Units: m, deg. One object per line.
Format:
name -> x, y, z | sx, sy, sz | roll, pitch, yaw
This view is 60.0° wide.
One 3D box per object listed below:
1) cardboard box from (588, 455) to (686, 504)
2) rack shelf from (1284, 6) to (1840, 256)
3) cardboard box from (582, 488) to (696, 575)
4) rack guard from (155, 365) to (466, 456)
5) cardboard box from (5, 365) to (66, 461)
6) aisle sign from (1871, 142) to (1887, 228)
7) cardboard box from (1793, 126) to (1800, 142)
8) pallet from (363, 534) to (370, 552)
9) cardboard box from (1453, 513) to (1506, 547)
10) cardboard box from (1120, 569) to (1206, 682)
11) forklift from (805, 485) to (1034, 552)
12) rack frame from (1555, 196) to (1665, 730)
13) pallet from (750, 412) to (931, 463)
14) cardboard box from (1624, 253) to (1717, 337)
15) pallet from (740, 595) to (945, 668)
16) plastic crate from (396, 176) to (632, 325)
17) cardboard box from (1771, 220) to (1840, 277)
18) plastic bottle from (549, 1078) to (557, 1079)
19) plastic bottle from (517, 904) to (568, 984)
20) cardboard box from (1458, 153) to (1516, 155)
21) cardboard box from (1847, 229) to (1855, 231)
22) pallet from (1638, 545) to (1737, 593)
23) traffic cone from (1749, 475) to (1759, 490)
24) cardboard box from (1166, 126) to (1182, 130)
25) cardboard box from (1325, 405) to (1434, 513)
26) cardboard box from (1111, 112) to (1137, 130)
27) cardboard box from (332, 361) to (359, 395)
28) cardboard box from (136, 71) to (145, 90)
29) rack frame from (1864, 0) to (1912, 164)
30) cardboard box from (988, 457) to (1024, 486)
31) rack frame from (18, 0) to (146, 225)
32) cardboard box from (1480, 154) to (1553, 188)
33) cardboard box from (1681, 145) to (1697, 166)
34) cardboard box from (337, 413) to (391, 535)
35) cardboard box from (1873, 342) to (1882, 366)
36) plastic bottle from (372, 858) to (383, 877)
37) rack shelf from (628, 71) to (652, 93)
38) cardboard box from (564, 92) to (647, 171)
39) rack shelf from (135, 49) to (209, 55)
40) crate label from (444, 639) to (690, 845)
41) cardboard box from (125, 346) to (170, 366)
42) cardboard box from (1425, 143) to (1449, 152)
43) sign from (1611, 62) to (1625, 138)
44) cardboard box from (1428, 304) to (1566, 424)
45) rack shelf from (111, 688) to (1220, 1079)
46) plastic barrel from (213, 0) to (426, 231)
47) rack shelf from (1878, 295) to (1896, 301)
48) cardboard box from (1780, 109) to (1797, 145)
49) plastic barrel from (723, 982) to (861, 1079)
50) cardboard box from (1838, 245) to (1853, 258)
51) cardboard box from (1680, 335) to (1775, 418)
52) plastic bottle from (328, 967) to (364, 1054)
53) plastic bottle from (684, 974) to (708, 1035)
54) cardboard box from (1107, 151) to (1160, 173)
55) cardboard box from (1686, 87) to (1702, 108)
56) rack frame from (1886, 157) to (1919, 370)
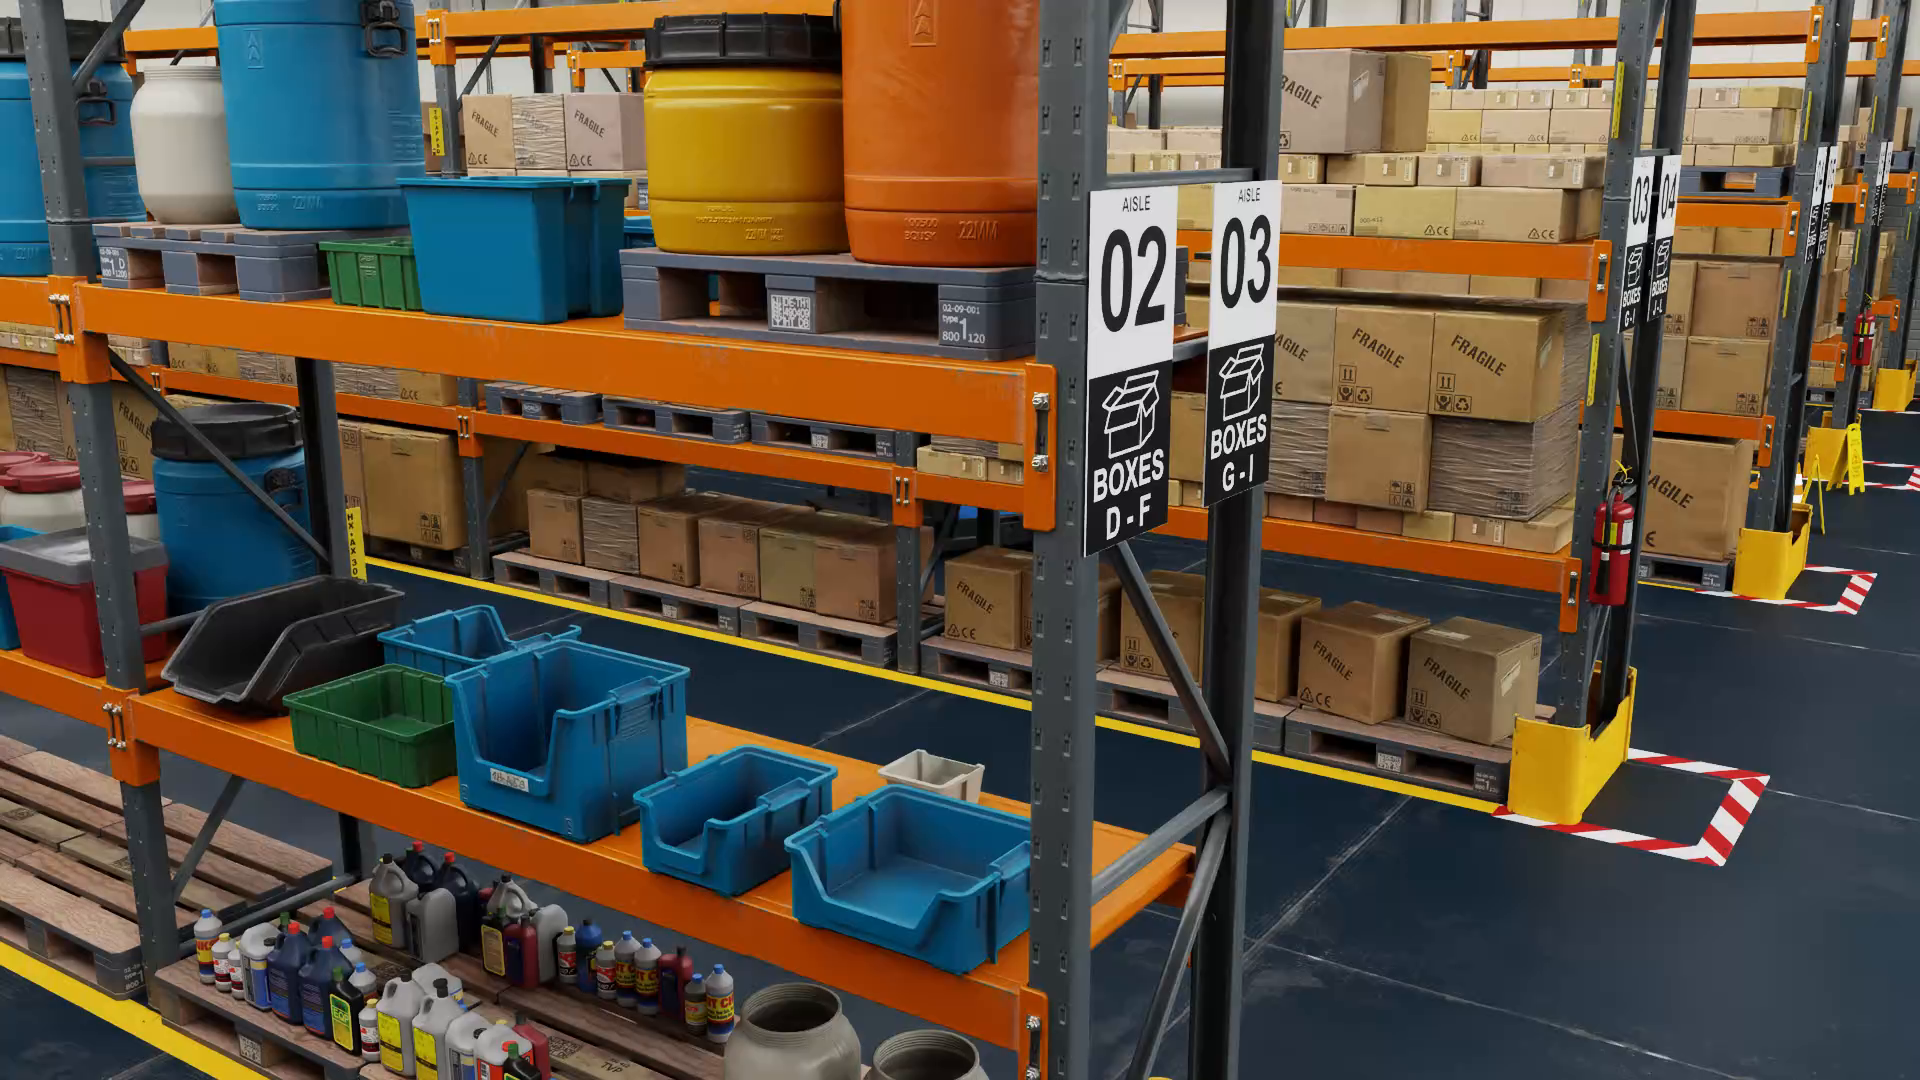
cardboard box -> -2.365, -0.463, 12.175 | 0.500, 0.250, 0.500 | 12, 18, 39
rack shelf -> 4.447, -3.160, 12.895 | 4.000, 1.670, 1.077 | 9, 17, 33
cardboard box -> -2.349, -0.094, 12.246 | 0.500, 0.500, 0.700 | 8, 16, 28
rack guard -> -2.581, -2.470, 21.041 | 8.102, 1.325, 15.999 | 9, 17, 33
cardboard box -> -8.691, -1.305, 16.399 | 0.875, 0.875, 0.875 | 9, 17, 33
aisle sign -> 8.675, -3.350, 15.704 | 0.004, 0.787, 0.394 | 9, 17, 33
cardboard box -> 8.147, -3.904, 15.974 | 0.250, 0.149, 0.380 | 10, 17, 34
pallet -> -5.004, -0.182, 14.120 | 1.213, 0.211, 1.003 | 9, 17, 33
cardboard box -> 2.696, -0.087, 8.456 | 0.250, 0.149, 0.380 | 9, 17, 33
cardboard box -> 1.284, 0.499, 9.892 | 0.500, 0.500, 0.500 | 8, 16, 28
forklift -> -3.353, -0.943, 11.533 | 9.407, 2.935, 1.990 | -6, 15, -24
rack frame -> 3.255, -0.178, 8.302 | 0.127, 3.000, 1.000 | 9, 17, 33
pallet -> -0.618, -0.753, 11.023 | 1.213, 0.211, 1.003 | 9, 17, 33
cardboard box -> 5.312, -1.864, 12.550 | 0.550, 0.550, 0.875 | 9, 17, 33
pallet -> -0.711, 0.535, 11.224 | 1.213, 0.211, 1.003 | 9, 17, 33
plastic crate -> -1.260, -0.835, 4.744 | 0.575, 0.384, 0.392 | 9, 17, 33
cardboard box -> 8.240, -2.858, 16.217 | 0.500, 0.500, 0.700 | 9, 16, 31
plastic bottle -> -1.278, 1.795, 5.238 | 0.097, 0.201, 0.097 | 0, 14, 0
plastic bottle -> -1.574, 1.502, 6.267 | 0.135, 0.276, 0.152 | 10, 17, 34
cardboard box -> 2.716, -1.902, 8.503 | 0.250, 0.149, 0.380 | 9, 16, 32
cardboard box -> 11.207, -3.788, 20.707 | 0.250, 0.149, 0.380 | 10, 17, 35
pallet -> 5.399, 0.108, 12.947 | 1.213, 0.211, 1.003 | 9, 17, 33
traffic cone -> 7.709, -0.723, 15.783 | 0.334, 0.463, 0.336 | 9, 17, 33
cardboard box -> 3.203, -6.266, 25.474 | 0.250, 0.149, 0.380 | 10, 17, 34
cardboard box -> 2.332, -0.494, 8.748 | 0.500, 0.500, 0.875 | 9, 17, 33
cardboard box -> 1.750, -4.958, 20.277 | 0.637, 0.503, 0.797 | 8, 16, 29
cardboard box -> -4.775, -1.454, 13.245 | 0.500, 0.500, 0.500 | 9, 16, 31
cardboard box -> -7.479, -4.036, 14.792 | 0.500, 0.250, 0.500 | 8, 16, 29
rack frame -> 8.785, -5.066, 15.563 | 0.127, 3.000, 1.000 | 9, 17, 33
cardboard box -> 0.369, -0.440, 9.881 | 0.250, 0.149, 0.380 | 9, 17, 33
rack frame -> -2.829, -2.639, 5.758 | 0.127, 3.000, 1.000 | 9, 17, 33
cardboard box -> 2.699, -1.789, 8.046 | 0.250, 0.149, 0.380 | 9, 16, 31
cardboard box -> 5.219, -2.786, 12.032 | 0.250, 0.149, 0.380 | 9, 17, 34
cardboard box -> -4.680, -0.642, 13.720 | 0.875, 0.875, 1.225 | 9, 17, 33
cardboard box -> 11.278, -2.361, 20.926 | 0.500, 0.250, 0.500 | 10, 17, 34
plastic bottle -> -2.354, 1.404, 6.817 | 0.097, 0.201, 0.097 | 0, 14, 0
rack shelf -> -2.831, -6.401, 23.282 | 4.000, 0.370, 1.077 | 9, 17, 33
cardboard box -> -2.297, -2.749, 11.197 | 0.500, 0.500, 0.500 | 9, 16, 31
rack shelf -> -8.362, -4.494, 15.283 | 3.687, 0.071, 0.831 | 9, 17, 33
crate label -> -1.188, 0.599, 5.087 | 0.616, 0.435, 0.502 | 9, 17, 33
cardboard box -> -7.139, -1.641, 14.734 | 0.250, 0.149, 0.380 | 9, 17, 33
cardboard box -> 3.745, -3.024, 12.996 | 0.250, 0.149, 0.380 | 9, 16, 32
sign -> 2.928, -1.956, 7.399 | 0.005, 0.325, 0.100 | 9, 17, 33
cardboard box -> 2.660, -0.881, 8.233 | 0.500, 0.500, 0.500 | 9, 17, 33
rack shelf -> -1.169, 0.890, 5.482 | 4.000, 0.370, 1.077 | 9, 17, 33
plastic barrel -> -2.063, -1.476, 5.383 | 0.708, 0.901, 0.600 | 9, 17, 33
rack shelf -> 9.893, -3.193, 21.422 | 3.809, 0.052, 0.919 | 9, 17, 33
cardboard box -> 5.849, -3.050, 12.270 | 0.500, 0.250, 0.500 | 9, 17, 33
plastic barrel -> -0.514, 1.673, 5.127 | 0.421, 0.512, 0.421 | 0, 14, 0
cardboard box -> 10.880, -3.527, 20.271 | 0.250, 0.149, 0.380 | 9, 17, 34
cardboard box -> 5.773, -1.267, 12.388 | 0.550, 0.550, 0.875 | 9, 17, 33
plastic bottle -> -2.120, 1.624, 5.756 | 0.133, 0.283, 0.061 | 10, 17, 35
plastic bottle -> -0.926, 1.635, 5.885 | 0.097, 0.201, 0.097 | 0, 14, 0
cardboard box -> 0.905, -2.046, 9.088 | 0.250, 0.149, 0.380 | 9, 16, 32
cardboard box -> 5.219, -3.173, 11.938 | 0.250, 0.149, 0.380 | 10, 17, 34
rack frame -> 11.553, -3.145, 20.284 | 0.127, 3.000, 1.000 | 9, 17, 33
